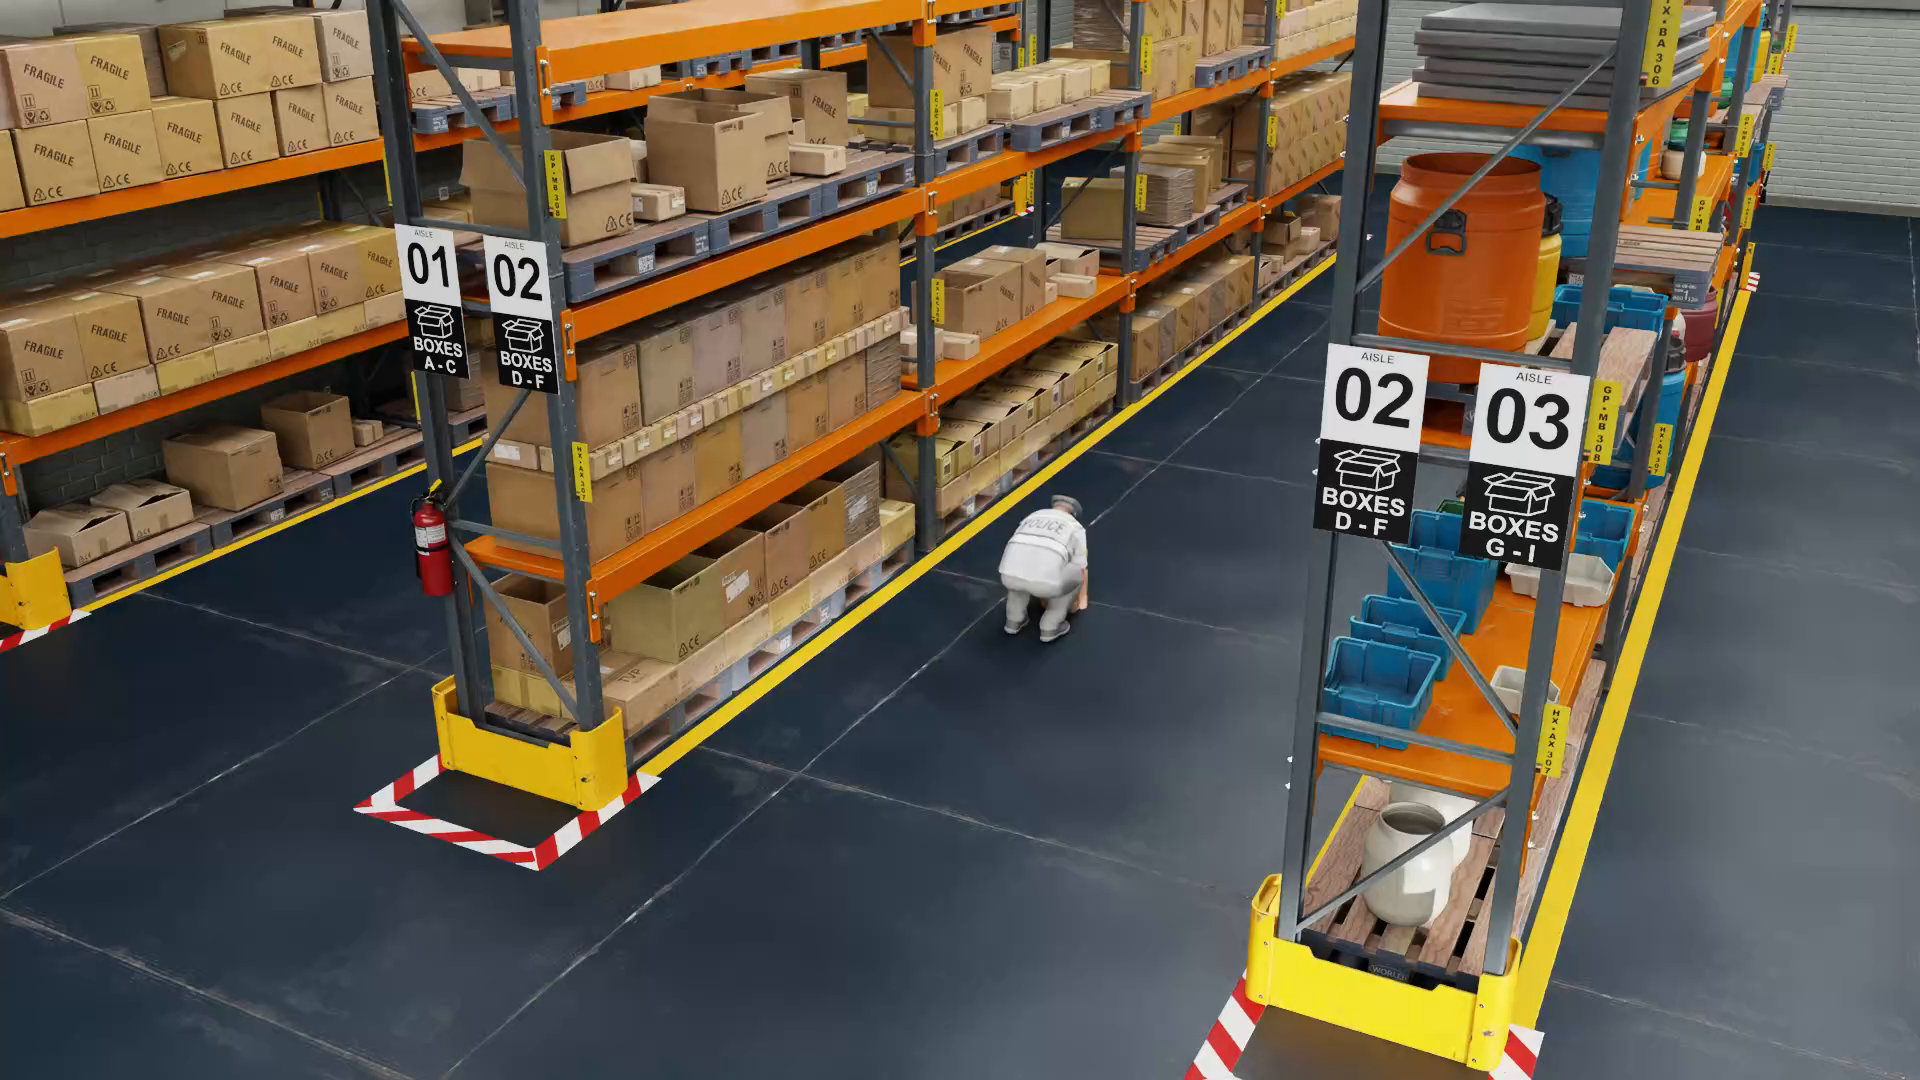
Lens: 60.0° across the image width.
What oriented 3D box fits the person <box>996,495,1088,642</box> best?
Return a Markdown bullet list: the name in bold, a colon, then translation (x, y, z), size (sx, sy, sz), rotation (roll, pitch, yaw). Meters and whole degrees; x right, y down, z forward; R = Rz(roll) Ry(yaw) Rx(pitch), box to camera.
- **person**: translation (0.603, 0.203, 11.520), size (0.527, 0.822, 1.019), rotation (10, 25, 23)
